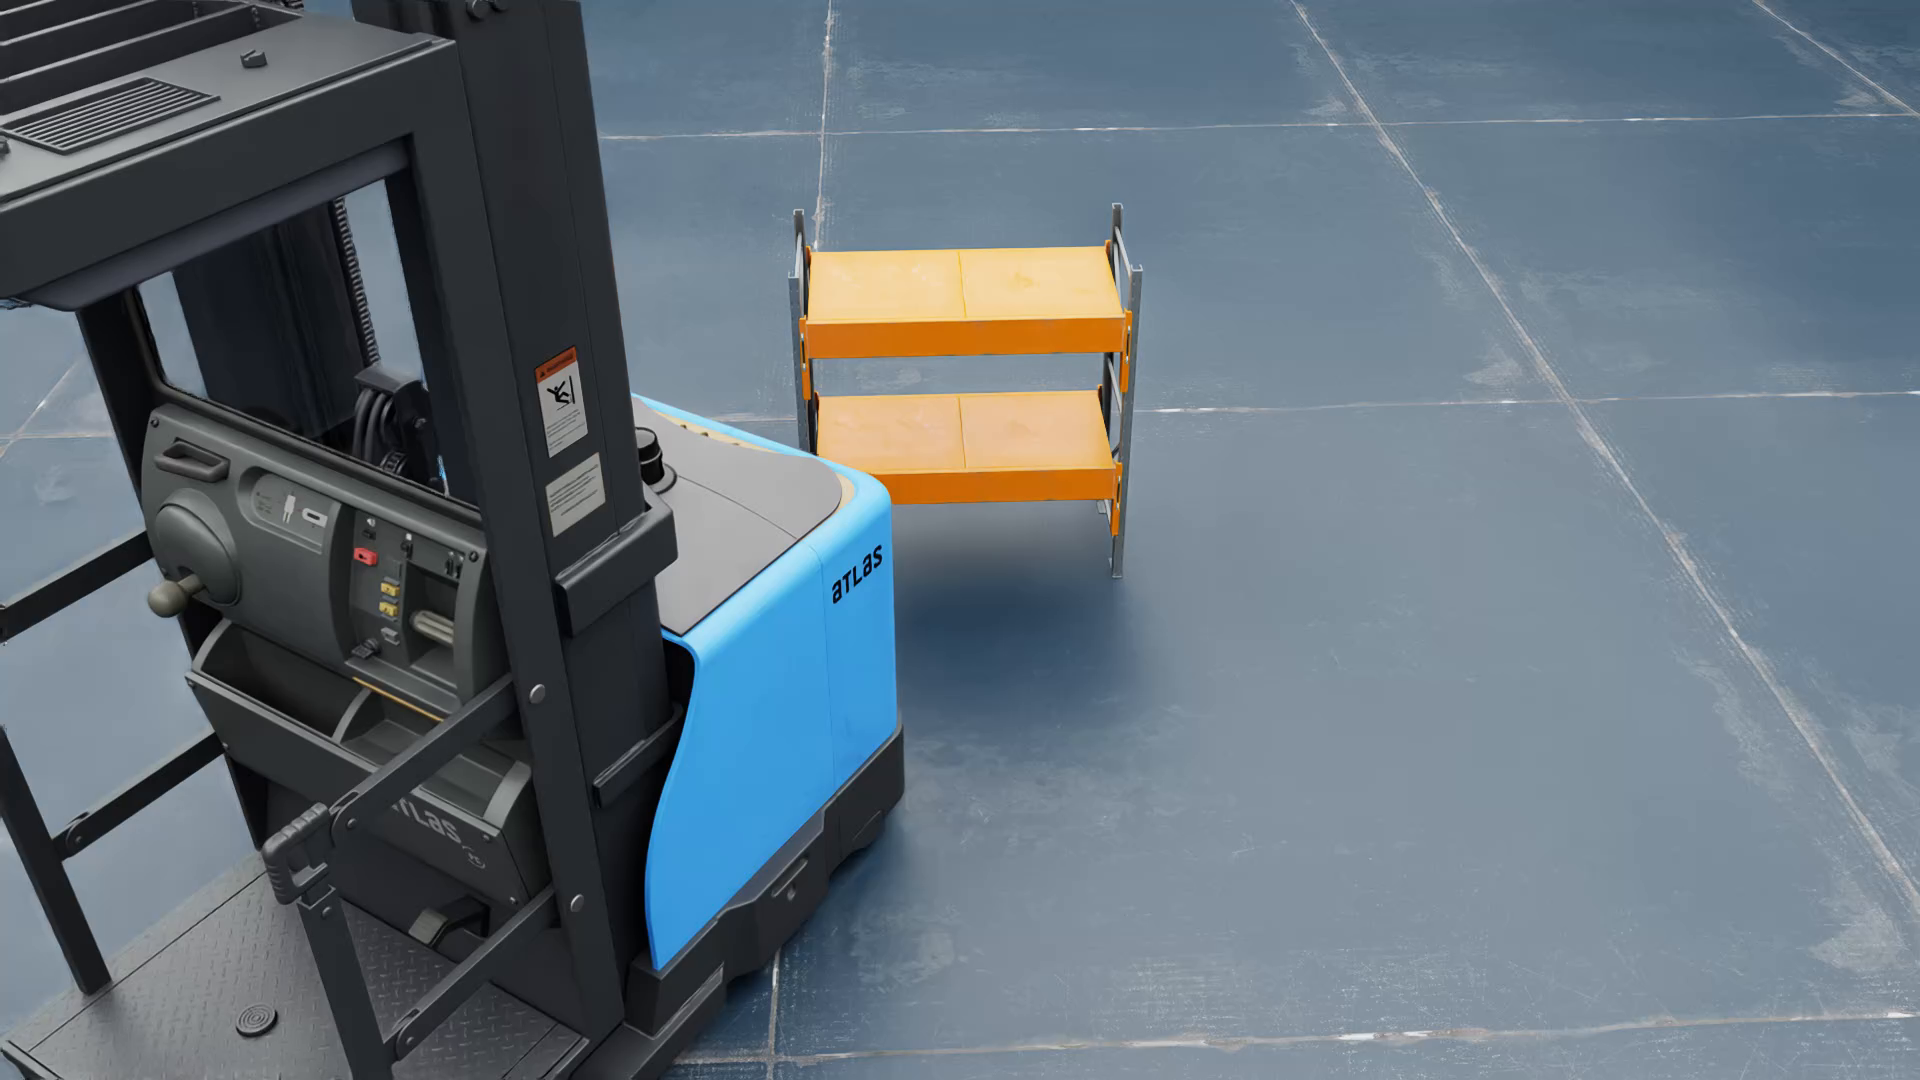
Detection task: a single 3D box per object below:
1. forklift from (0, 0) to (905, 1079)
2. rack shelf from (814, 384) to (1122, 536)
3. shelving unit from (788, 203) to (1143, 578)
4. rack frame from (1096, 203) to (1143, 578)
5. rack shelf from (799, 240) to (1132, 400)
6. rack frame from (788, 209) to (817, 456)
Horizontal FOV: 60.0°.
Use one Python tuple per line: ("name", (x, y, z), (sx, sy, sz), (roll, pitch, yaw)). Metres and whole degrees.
("forklift", (-1.359, 0.099, 3.032), (1.130, 2.935, 3.031), (19, 39, 26))
("rack shelf", (0.007, -0.262, 5.569), (1.000, 0.278, 0.538), (-2, 35, -2))
("shelving unit", (0.007, -0.463, 5.430), (1.048, 1.125, 0.538), (-2, 35, -2))
("rack frame", (0.515, -0.476, 5.450), (0.032, 1.125, 0.500), (-2, 35, -2))
("rack shelf", (0.007, -0.703, 5.264), (1.000, 0.278, 0.538), (-2, 35, -2))
("rack frame", (-0.501, -0.449, 5.410), (0.032, 1.125, 0.500), (-2, 35, -2))
